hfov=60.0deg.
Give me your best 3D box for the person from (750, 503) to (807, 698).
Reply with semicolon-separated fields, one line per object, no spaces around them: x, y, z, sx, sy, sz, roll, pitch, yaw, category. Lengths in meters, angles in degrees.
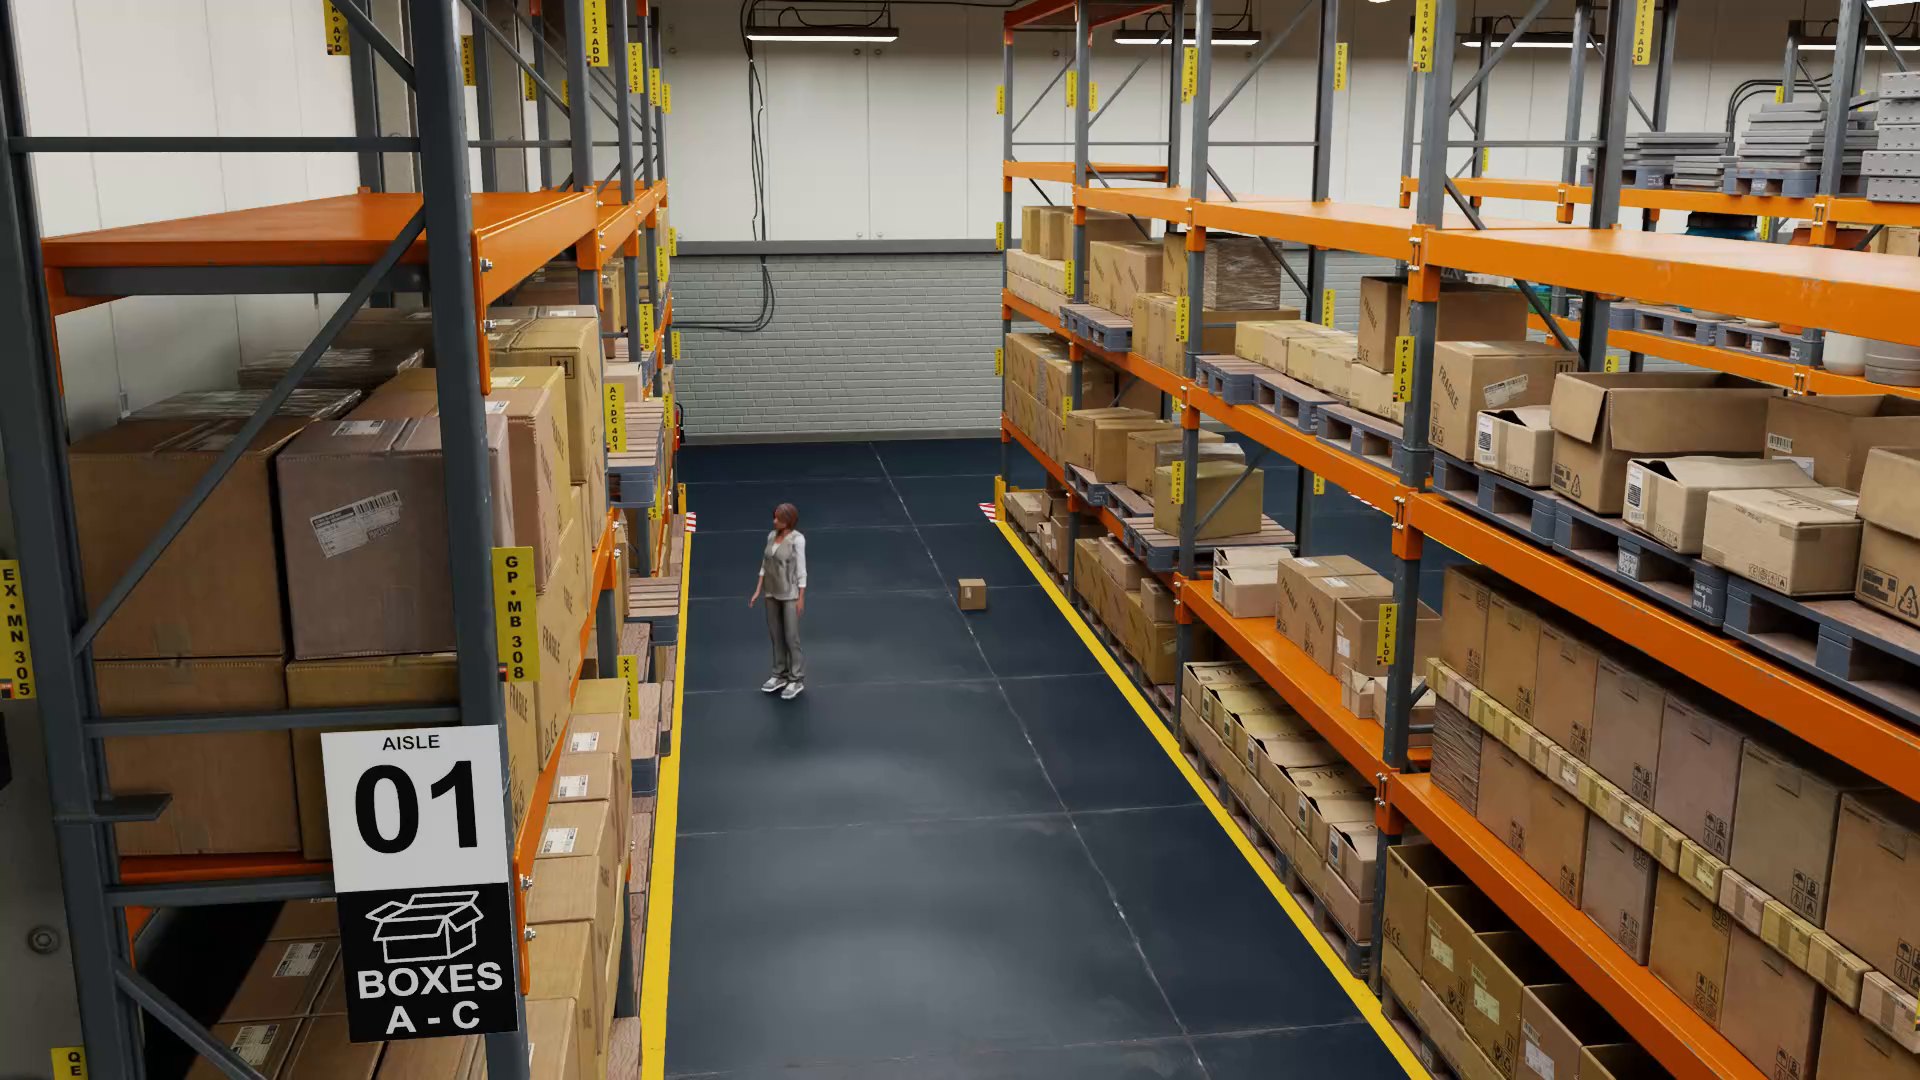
-1.489;0.491;13.887;0.439;1.616;0.366;10;17;36;person
